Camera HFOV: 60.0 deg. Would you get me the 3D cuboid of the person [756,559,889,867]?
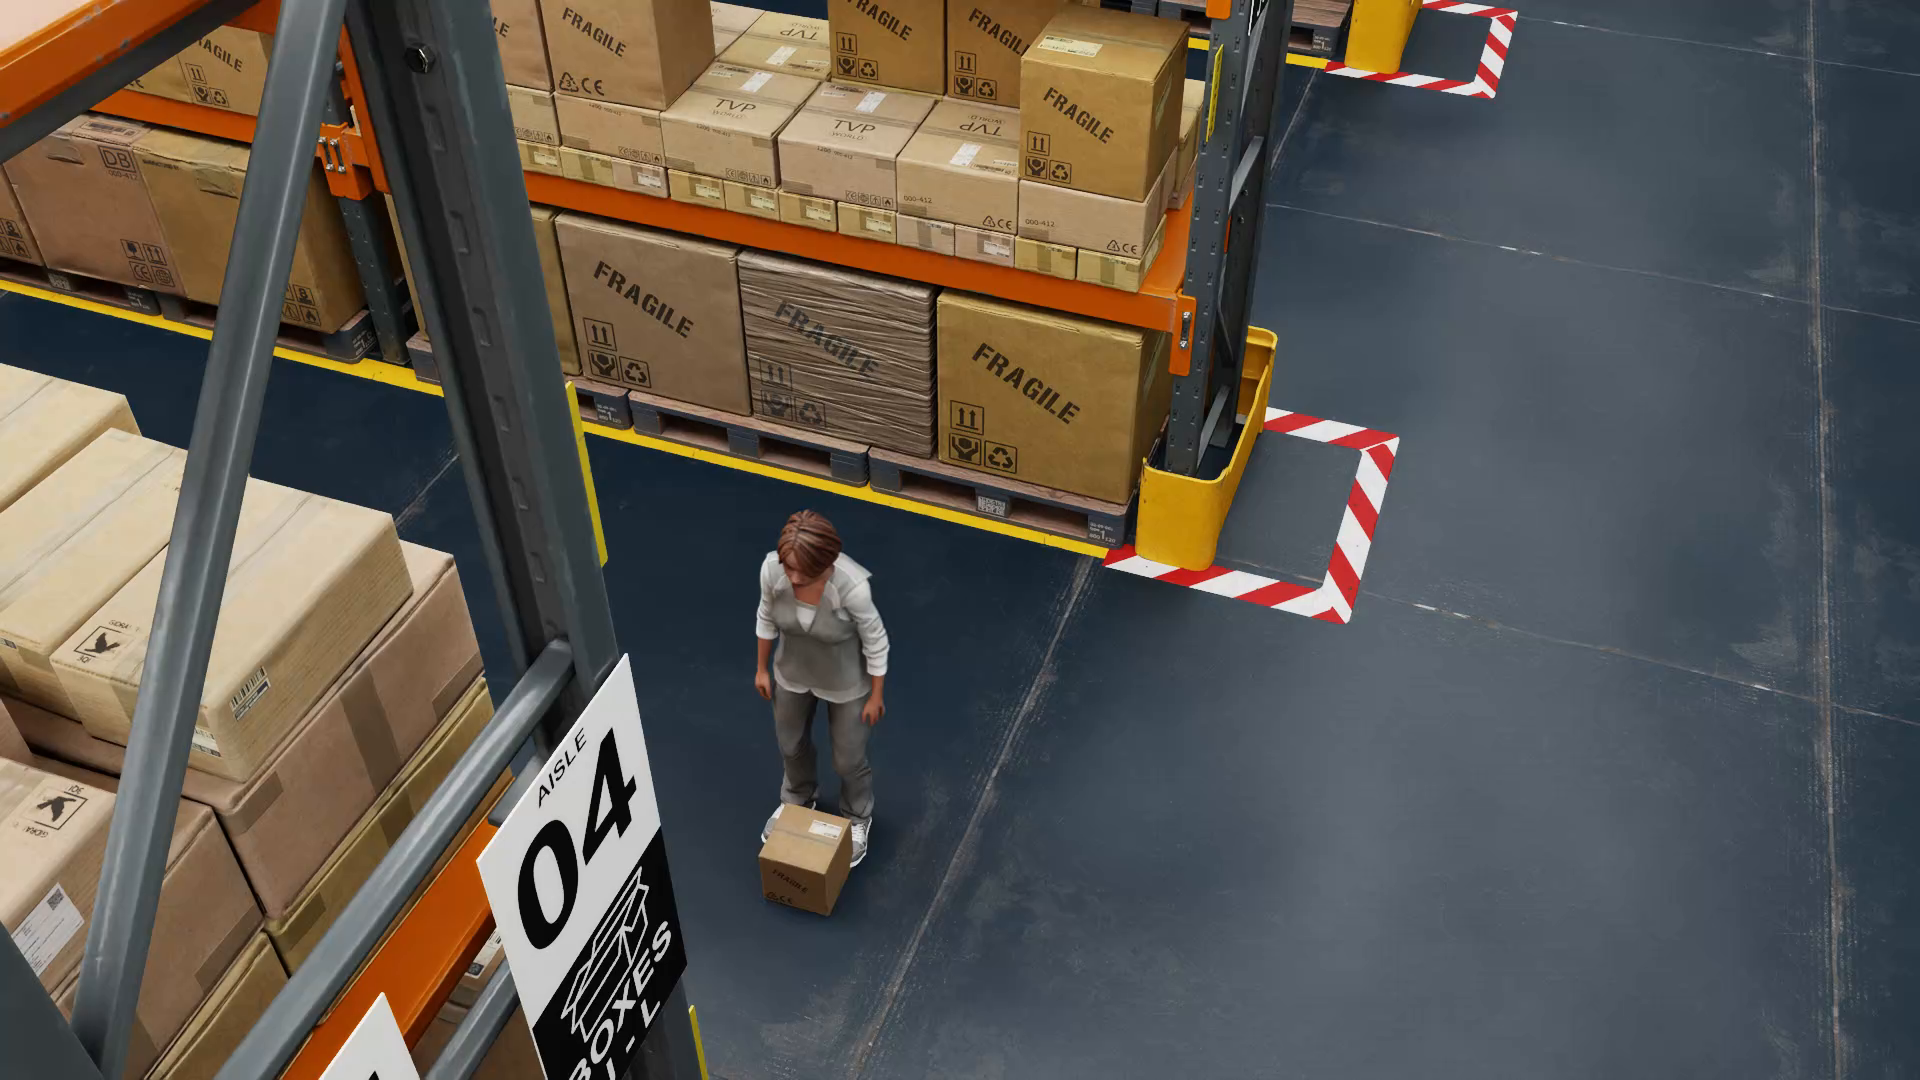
[{"bbox_3d":[-0.469,0.574,5.712,0.473,1.352,0.318,13,44,14],"label":"person"}]
